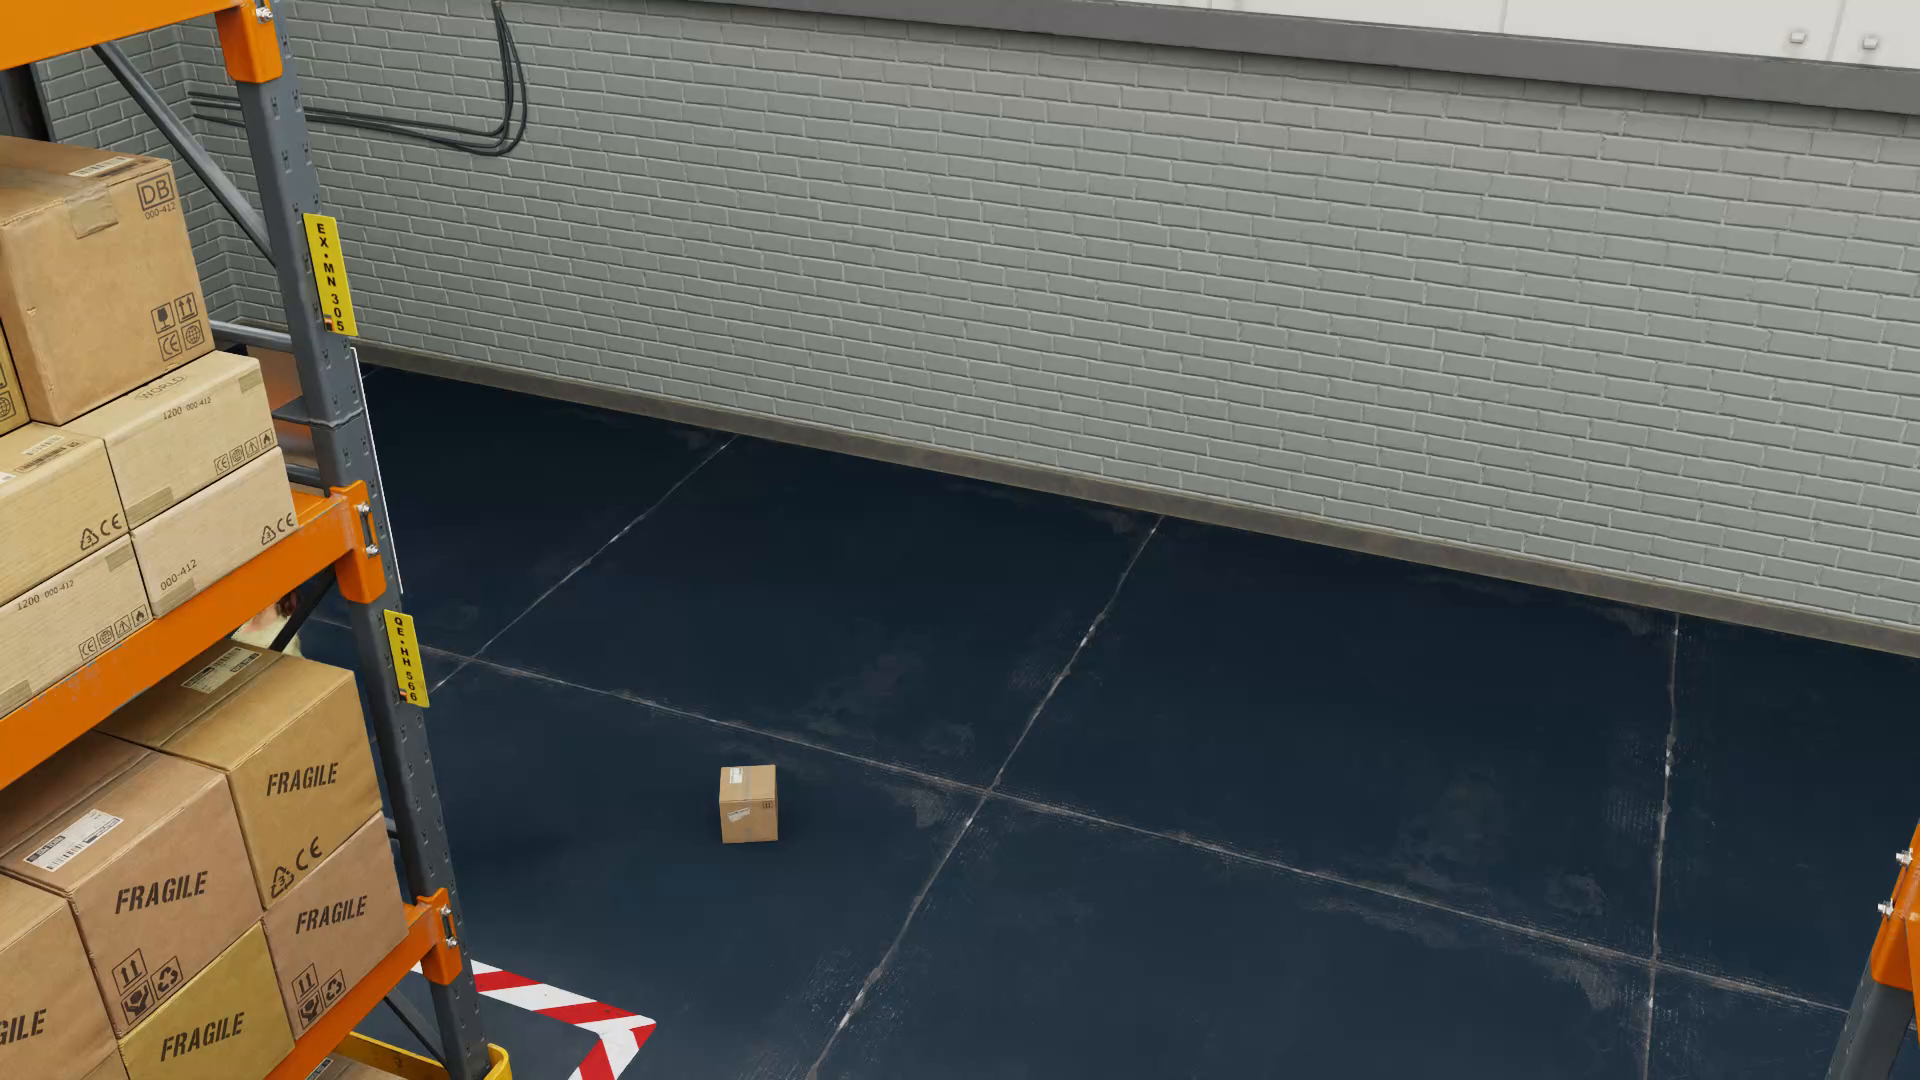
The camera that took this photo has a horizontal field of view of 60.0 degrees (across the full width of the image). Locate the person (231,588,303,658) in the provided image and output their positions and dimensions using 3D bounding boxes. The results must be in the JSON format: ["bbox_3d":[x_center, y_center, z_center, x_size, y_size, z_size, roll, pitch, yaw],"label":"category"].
[{"bbox_3d":[-2.910,0.830,6.973,0.654,1.717,0.446,-11,31,-18],"label":"person"}]
